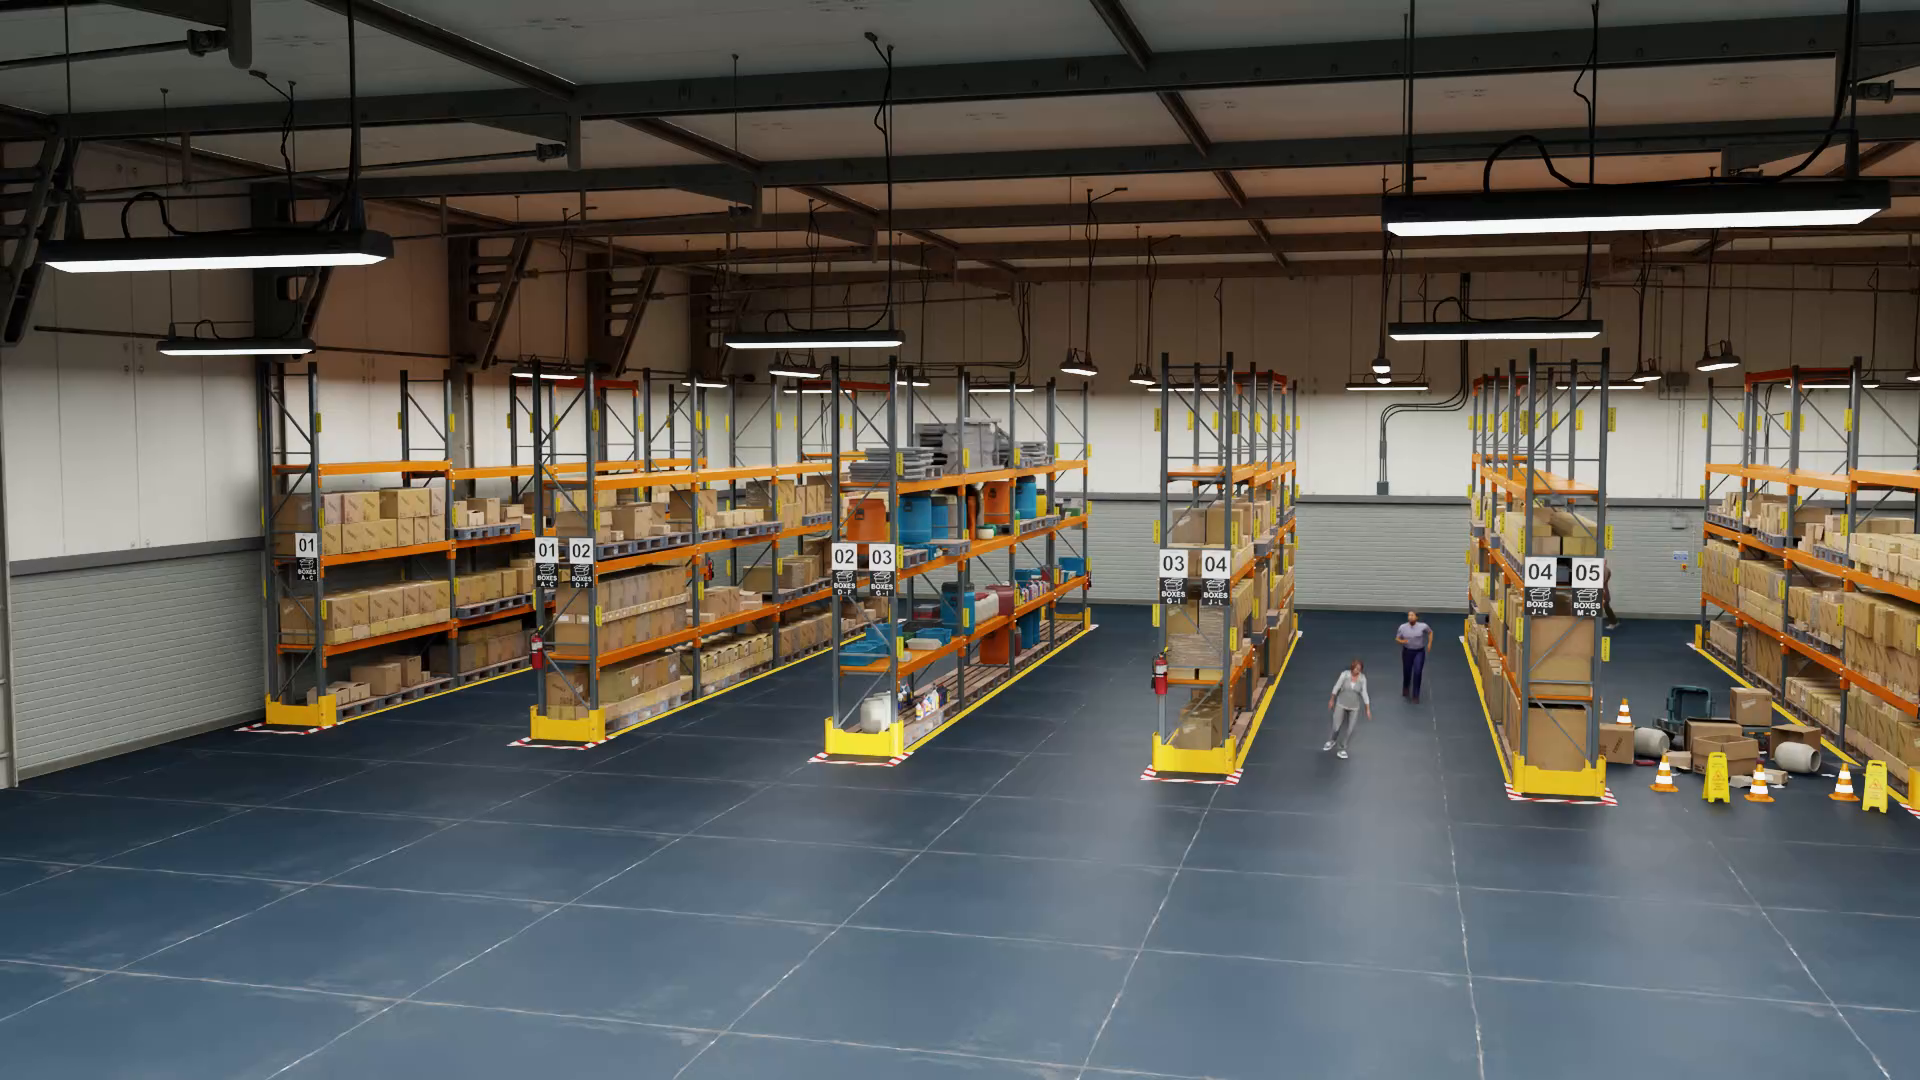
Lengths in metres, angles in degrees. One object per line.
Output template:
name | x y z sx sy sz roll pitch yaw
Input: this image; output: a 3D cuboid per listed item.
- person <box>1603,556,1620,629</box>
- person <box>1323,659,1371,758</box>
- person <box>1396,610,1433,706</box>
person | 15.418 1.303 39.933 0.867 1.847 0.684 -1 4 -8
person | 5.759 2.513 24.731 0.649 1.484 0.589 0 4 5
person | 8.153 2.094 29.862 0.625 1.679 0.901 2 4 20
